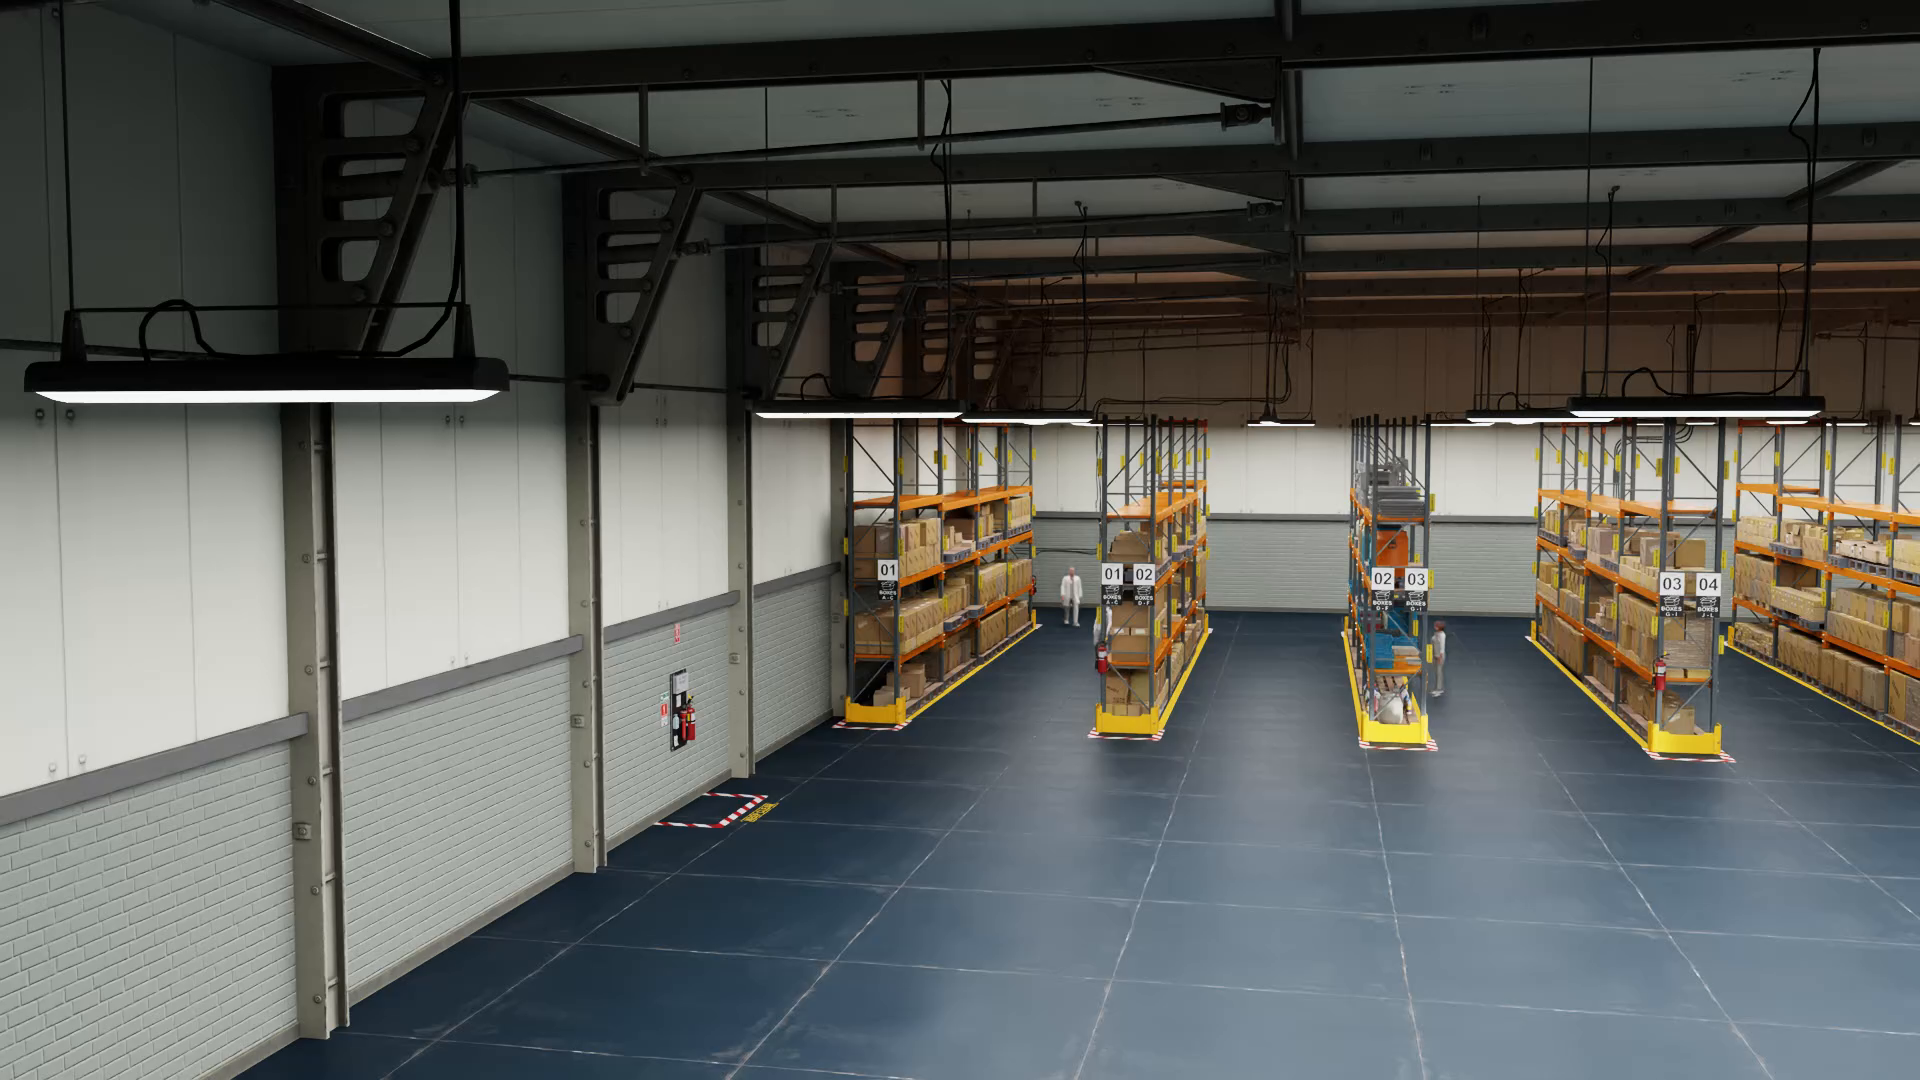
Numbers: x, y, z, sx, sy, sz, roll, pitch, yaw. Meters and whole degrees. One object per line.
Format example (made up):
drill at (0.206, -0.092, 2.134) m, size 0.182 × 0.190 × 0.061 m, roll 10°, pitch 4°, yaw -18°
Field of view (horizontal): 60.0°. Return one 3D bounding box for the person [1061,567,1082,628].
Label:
person at (3.242, 1.651, 48.154) m, size 0.663 × 1.736 × 1.053 m, roll -1°, pitch 4°, yaw -8°

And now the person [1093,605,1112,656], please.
person at (3.455, 2.206, 40.304) m, size 0.582 × 1.680 × 0.613 m, roll 1°, pitch 4°, yaw 20°

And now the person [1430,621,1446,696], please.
person at (10.285, 2.544, 35.846) m, size 0.499 × 1.616 × 0.424 m, roll -2°, pitch 4°, yaw -22°
